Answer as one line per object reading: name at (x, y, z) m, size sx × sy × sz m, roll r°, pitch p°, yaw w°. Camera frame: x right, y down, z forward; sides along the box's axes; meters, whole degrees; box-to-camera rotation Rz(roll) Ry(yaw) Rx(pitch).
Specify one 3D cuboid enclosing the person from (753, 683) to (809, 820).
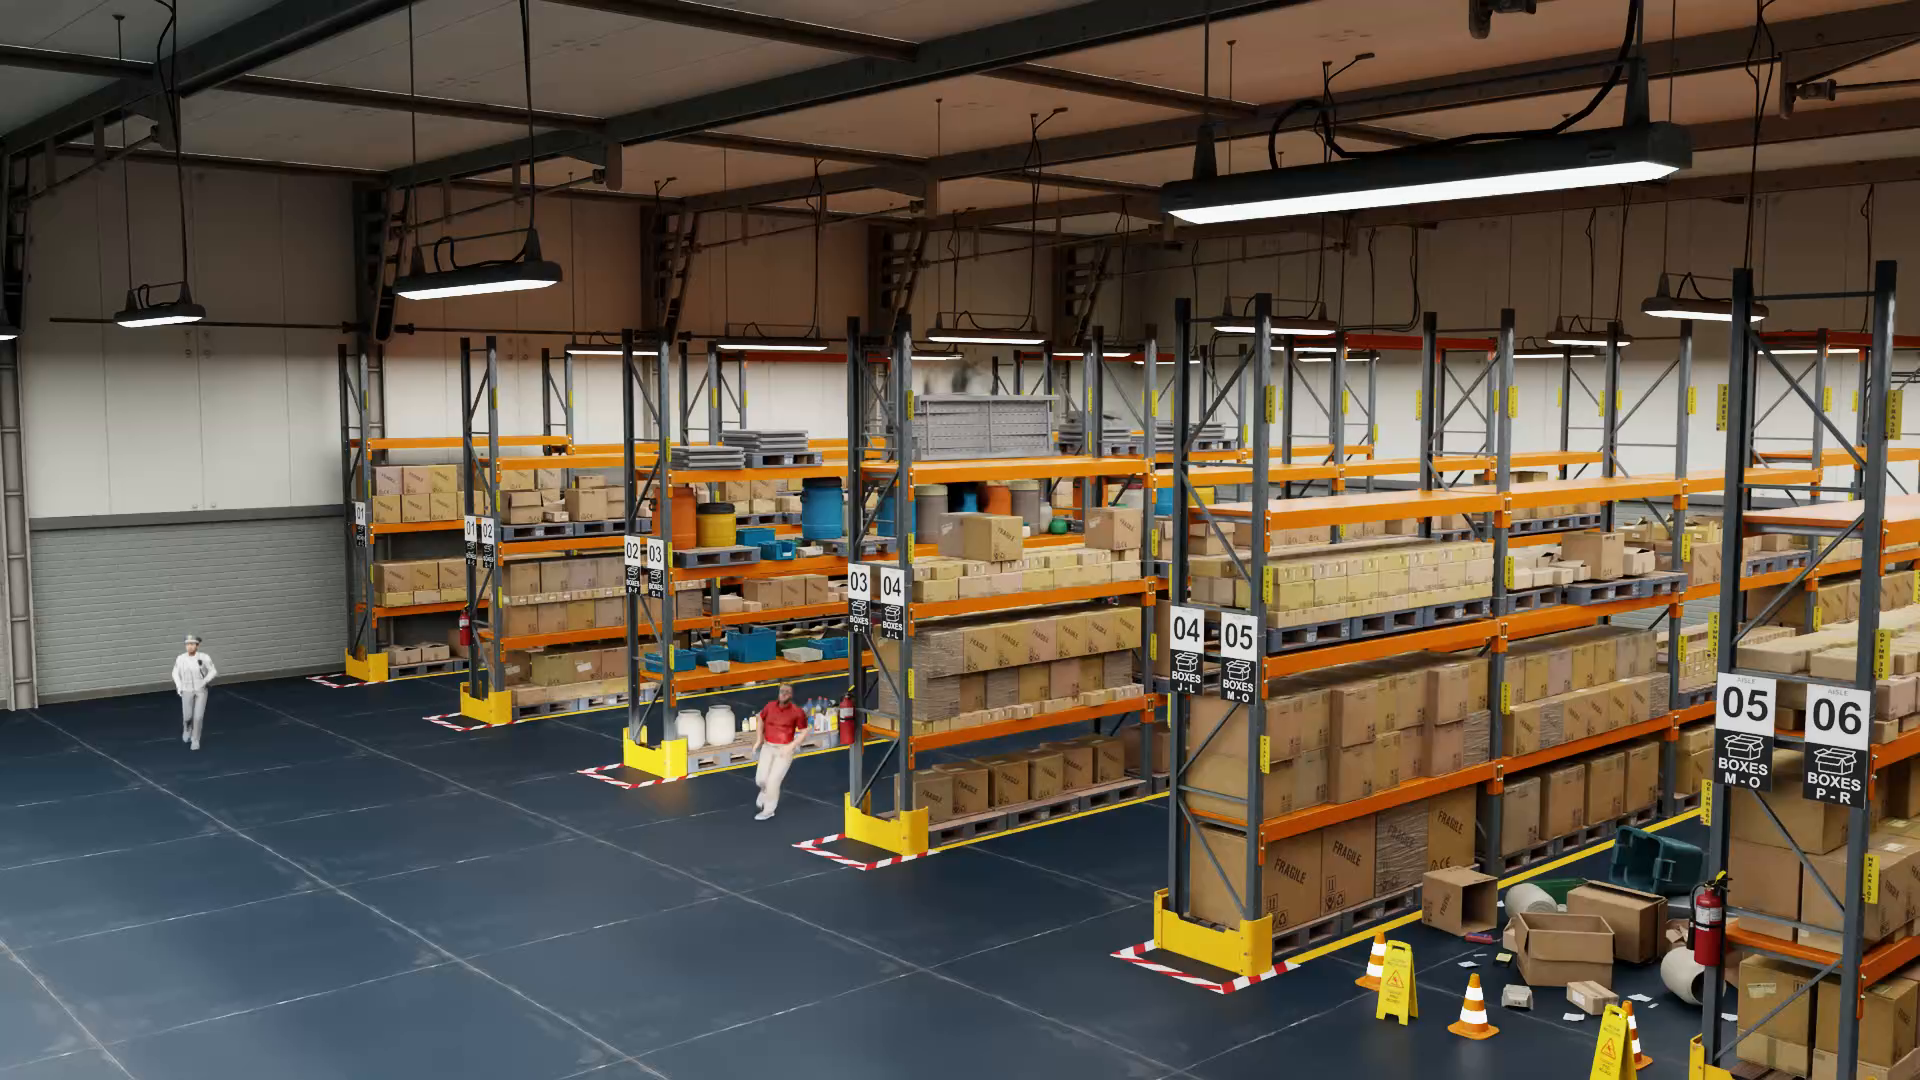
person at (-2.184, 2.550, 20.025) m, size 0.701 × 1.650 × 0.535 m, roll 1°, pitch 5°, yaw 13°

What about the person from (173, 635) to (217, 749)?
person at (-11.052, 2.194, 24.049) m, size 0.581 × 1.659 × 0.567 m, roll -2°, pitch 5°, yaw -19°
